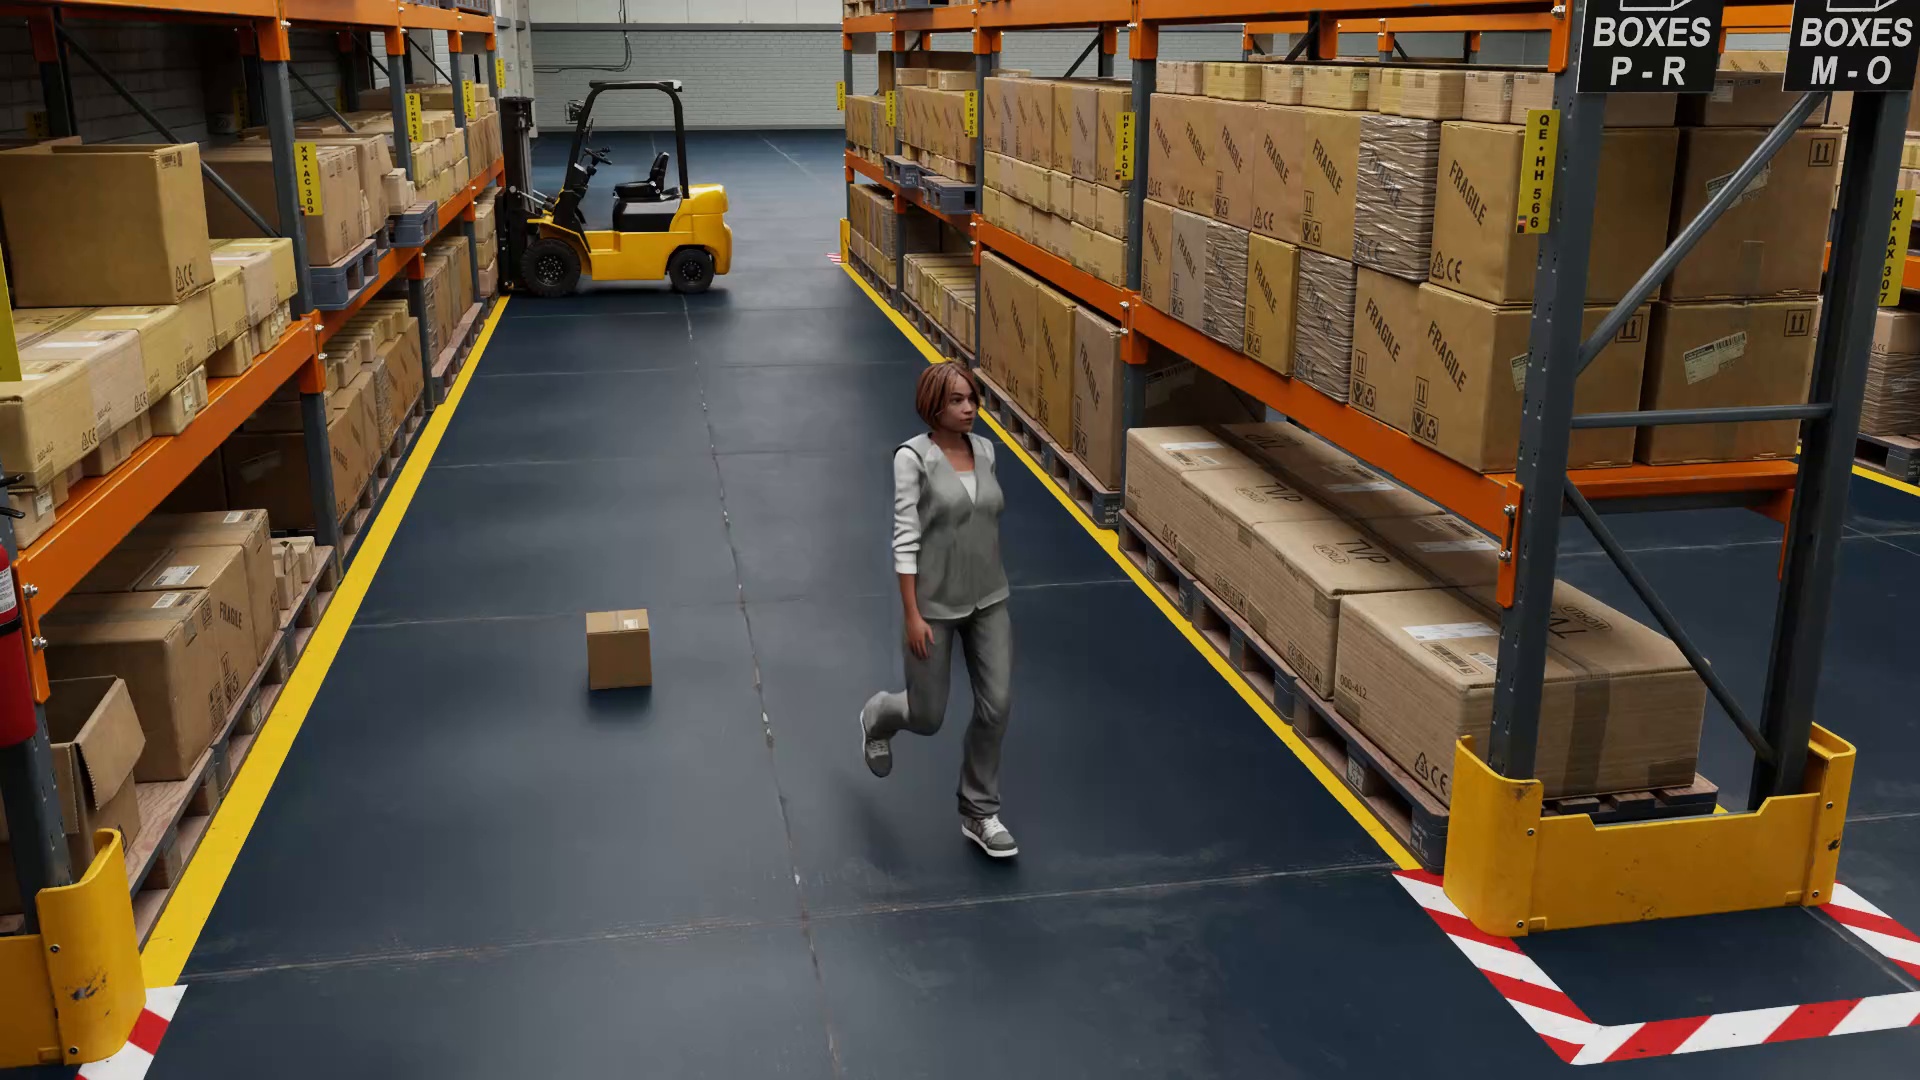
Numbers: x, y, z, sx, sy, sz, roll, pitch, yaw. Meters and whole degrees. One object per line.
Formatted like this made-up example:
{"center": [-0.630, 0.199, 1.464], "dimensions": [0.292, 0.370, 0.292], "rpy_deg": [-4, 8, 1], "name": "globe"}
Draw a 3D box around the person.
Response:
{"center": [-0.058, 0.197, 5.358], "dimensions": [0.400, 1.570, 0.717], "rpy_deg": [-9, 19, -28], "name": "person"}
